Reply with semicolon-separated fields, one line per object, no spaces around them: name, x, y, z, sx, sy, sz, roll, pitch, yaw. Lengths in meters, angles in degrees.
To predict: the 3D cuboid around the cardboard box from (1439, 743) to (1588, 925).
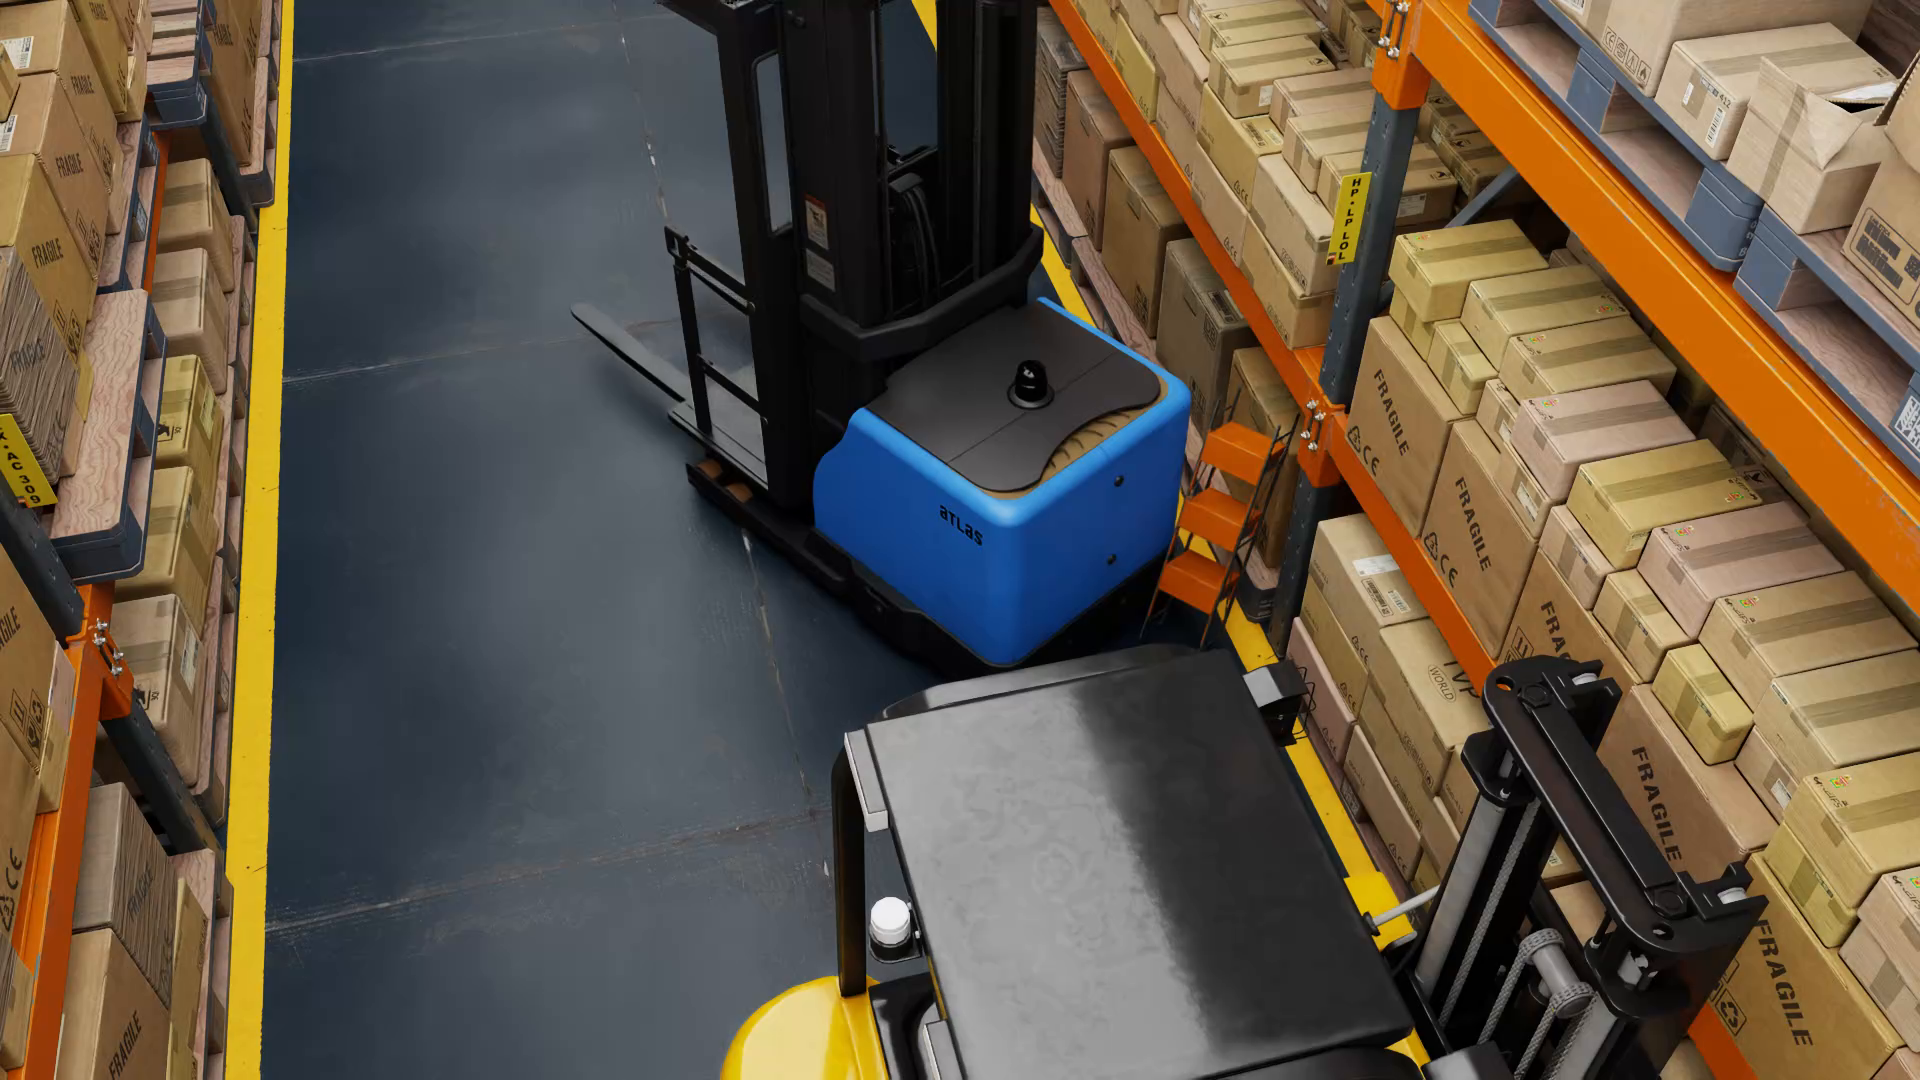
cardboard box;1.799;0.840;5.008;0.500;0.250;0.500;-9;46;-9

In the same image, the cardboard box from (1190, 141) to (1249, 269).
cardboard box;1.203;-1.306;6.286;0.500;0.250;0.500;-11;47;-11

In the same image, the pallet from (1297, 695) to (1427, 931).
pallet;1.882;0.820;6.049;1.003;0.211;1.213;-11;47;-10

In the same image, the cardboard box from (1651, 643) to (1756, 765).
cardboard box;1.922;0.365;4.019;0.380;0.149;0.250;-12;47;-11

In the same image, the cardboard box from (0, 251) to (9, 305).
cardboard box;-2.857;-0.705;4.565;0.380;0.149;0.250;-11;47;-10

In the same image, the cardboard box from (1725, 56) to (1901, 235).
cardboard box;1.805;-0.817;3.331;0.396;0.266;0.258;-12;47;-11

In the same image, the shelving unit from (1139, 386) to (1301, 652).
shelving unit;0.974;-0.040;6.293;0.252;1.050;0.215;28;30;24

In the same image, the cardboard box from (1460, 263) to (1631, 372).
cardboard box;1.685;-0.644;4.799;0.380;0.149;0.250;-10;46;-10

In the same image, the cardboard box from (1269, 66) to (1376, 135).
cardboard box;1.321;-1.523;5.869;0.380;0.149;0.250;-11;47;-10

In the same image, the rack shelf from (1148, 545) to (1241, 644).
rack shelf;0.910;0.207;6.427;0.240;0.259;0.215;28;30;24

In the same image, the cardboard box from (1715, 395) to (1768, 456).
cardboard box;2.322;-0.391;4.552;0.380;0.149;0.250;-12;47;-11

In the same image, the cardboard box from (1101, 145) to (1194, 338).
cardboard box;1.188;-1.443;7.683;0.875;0.625;0.625;-12;47;-12

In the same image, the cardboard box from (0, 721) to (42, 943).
cardboard box;-2.586;0.674;3.962;0.500;0.500;0.500;-9;46;-9

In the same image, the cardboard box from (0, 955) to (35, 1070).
cardboard box;-2.439;1.152;3.947;0.380;0.149;0.250;-11;47;-11

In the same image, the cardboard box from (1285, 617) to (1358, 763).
cardboard box;1.522;0.497;6.044;0.500;0.250;0.500;-10;46;-10

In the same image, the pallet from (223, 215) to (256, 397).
pallet;-3.904;-1.048;7.880;1.003;0.211;1.213;-11;47;-10

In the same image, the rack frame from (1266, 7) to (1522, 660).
rack frame;1.719;-0.713;5.599;1.000;3.000;0.127;-11;47;-10

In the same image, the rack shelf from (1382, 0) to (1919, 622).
rack shelf;2.231;-0.130;3.431;1.077;0.370;4.000;-11;47;-10

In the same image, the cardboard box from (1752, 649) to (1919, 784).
cardboard box;2.049;0.416;3.760;0.380;0.149;0.250;-10;46;-10

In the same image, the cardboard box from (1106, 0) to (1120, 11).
cardboard box;0.816;-2.535;7.140;0.500;0.250;0.500;-12;47;-11

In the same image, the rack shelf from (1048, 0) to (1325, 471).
rack shelf;1.207;-1.842;7.209;1.077;0.370;4.000;-11;47;-10

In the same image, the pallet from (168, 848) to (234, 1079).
pallet;-2.873;1.631;5.255;1.003;0.211;1.213;-11;47;-10

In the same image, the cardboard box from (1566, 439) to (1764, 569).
cardboard box;1.801;-0.095;4.262;0.380;0.149;0.250;-11;47;-11

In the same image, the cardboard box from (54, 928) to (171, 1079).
cardboard box;-2.536;1.461;4.575;0.500;0.500;0.500;-10;46;-10

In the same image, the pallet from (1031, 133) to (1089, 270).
pallet;0.868;-1.923;8.737;1.003;0.211;1.213;-11;47;-10

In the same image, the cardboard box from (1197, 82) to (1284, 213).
cardboard box;1.207;-1.481;6.107;0.500;0.250;0.500;-12;47;-11

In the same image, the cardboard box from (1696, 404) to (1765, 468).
cardboard box;2.310;-0.277;4.648;0.380;0.149;0.250;-10;47;-10

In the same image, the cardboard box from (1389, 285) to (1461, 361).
cardboard box;1.546;-0.707;5.069;0.380;0.149;0.250;-11;47;-11

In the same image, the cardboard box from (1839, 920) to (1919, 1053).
cardboard box;2.115;0.888;3.506;0.380;0.149;0.250;-12;47;-12

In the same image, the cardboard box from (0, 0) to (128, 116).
cardboard box;-3.444;-1.884;6.175;0.500;0.500;0.500;-14;47;-13

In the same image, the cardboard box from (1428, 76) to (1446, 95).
cardboard box;1.755;-1.624;5.968;0.380;0.149;0.250;-11;47;-10

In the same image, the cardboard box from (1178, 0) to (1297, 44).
cardboard box;1.061;-2.047;6.382;0.380;0.149;0.250;-10;46;-10

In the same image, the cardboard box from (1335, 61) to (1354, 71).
cardboard box;1.718;-1.581;6.205;0.500;0.250;0.500;-11;47;-11

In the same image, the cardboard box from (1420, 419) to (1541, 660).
cardboard box;1.729;-0.037;4.867;0.500;0.500;0.500;-10;46;-10

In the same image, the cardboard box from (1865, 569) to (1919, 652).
cardboard box;2.424;0.157;4.014;0.380;0.149;0.250;-9;46;-9

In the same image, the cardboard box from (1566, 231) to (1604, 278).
cardboard box;2.092;-0.914;5.064;0.380;0.149;0.250;-11;47;-10

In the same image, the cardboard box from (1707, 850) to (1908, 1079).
cardboard box;2.107;1.009;3.842;0.500;0.500;0.500;-12;47;-11

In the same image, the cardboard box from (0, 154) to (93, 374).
cardboard box;-3.050;-0.811;5.123;0.500;0.500;0.500;-11;47;-10

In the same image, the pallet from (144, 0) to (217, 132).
pallet;-3.817;-2.025;7.019;1.213;0.211;1.003;-11;47;-10

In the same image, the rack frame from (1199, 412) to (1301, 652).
rack frame;1.073;0.012;6.244;0.008;1.050;0.200;28;30;24

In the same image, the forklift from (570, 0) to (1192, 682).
forklift;-0.526;-1.345;6.267;1.130;2.935;3.031;-35;55;-29

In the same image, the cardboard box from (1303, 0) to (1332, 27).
cardboard box;1.561;-2.147;6.480;0.380;0.149;0.250;-11;47;-11

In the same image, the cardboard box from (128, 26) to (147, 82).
cardboard box;-3.488;-1.927;6.671;0.380;0.149;0.250;-13;47;-12

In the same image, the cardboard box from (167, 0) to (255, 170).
cardboard box;-4.199;-2.460;8.505;0.875;0.875;0.875;-11;47;-11

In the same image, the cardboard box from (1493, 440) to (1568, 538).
cardboard box;1.699;-0.169;4.542;0.380;0.149;0.250;-10;46;-9

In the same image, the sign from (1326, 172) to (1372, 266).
sign;1.197;-0.984;5.110;0.100;0.325;0.005;-11;47;-10

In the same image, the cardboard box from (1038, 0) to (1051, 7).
cardboard box;0.379;-2.999;9.296;0.500;0.500;0.500;-9;46;-9

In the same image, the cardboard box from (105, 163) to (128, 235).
cardboard box;-3.222;-1.206;5.964;0.380;0.149;0.250;-9;46;-9

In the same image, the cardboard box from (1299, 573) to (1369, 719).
cardboard box;1.544;0.318;5.870;0.500;0.250;0.500;-11;47;-11

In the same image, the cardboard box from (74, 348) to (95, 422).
cardboard box;-2.970;-0.475;5.248;0.380;0.149;0.250;-10;46;-9

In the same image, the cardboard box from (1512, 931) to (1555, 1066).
cardboard box;1.921;1.364;4.845;0.500;0.250;0.500;-11;47;-10

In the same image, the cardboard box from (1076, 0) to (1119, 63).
cardboard box;0.835;-2.368;7.327;0.500;0.250;0.500;-12;47;-12

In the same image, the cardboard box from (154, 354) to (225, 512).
cardboard box;-3.582;-0.367;6.806;0.950;0.372;0.625;-9;46;-9

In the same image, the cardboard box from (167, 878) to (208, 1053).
cardboard box;-2.668;1.372;5.187;0.500;0.250;0.500;-9;46;-9
